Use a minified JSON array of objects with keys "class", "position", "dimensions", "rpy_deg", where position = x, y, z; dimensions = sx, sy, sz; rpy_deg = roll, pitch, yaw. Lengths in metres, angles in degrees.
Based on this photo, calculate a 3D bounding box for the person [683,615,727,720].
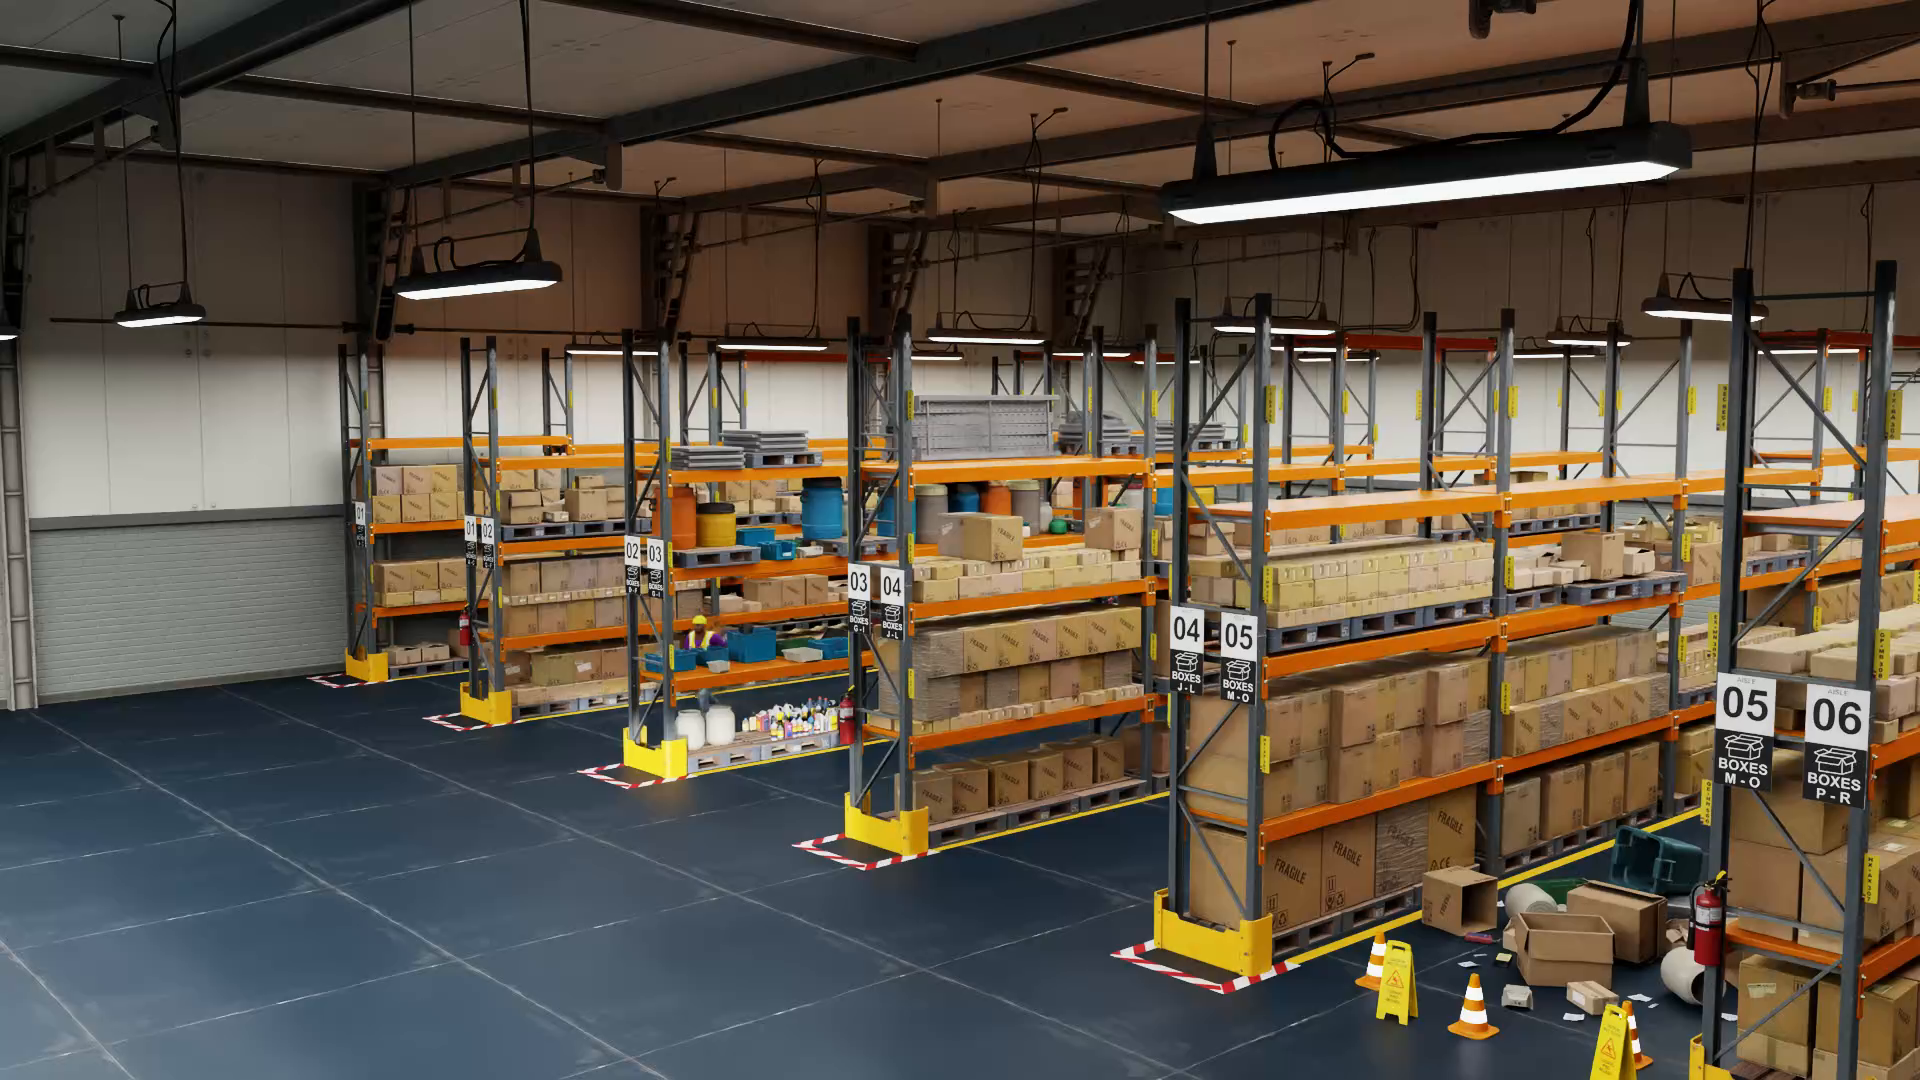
[{"class":"person","position":[-3.933,1.999,25.828],"dimensions":[0.701,1.722,0.847],"rpy_deg":[2,5,21]}]

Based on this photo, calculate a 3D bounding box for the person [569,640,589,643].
[{"class":"person","position":[-6.844,1.642,29.967],"dimensions":[0.584,1.686,0.925],"rpy_deg":[2,6,22]}]
